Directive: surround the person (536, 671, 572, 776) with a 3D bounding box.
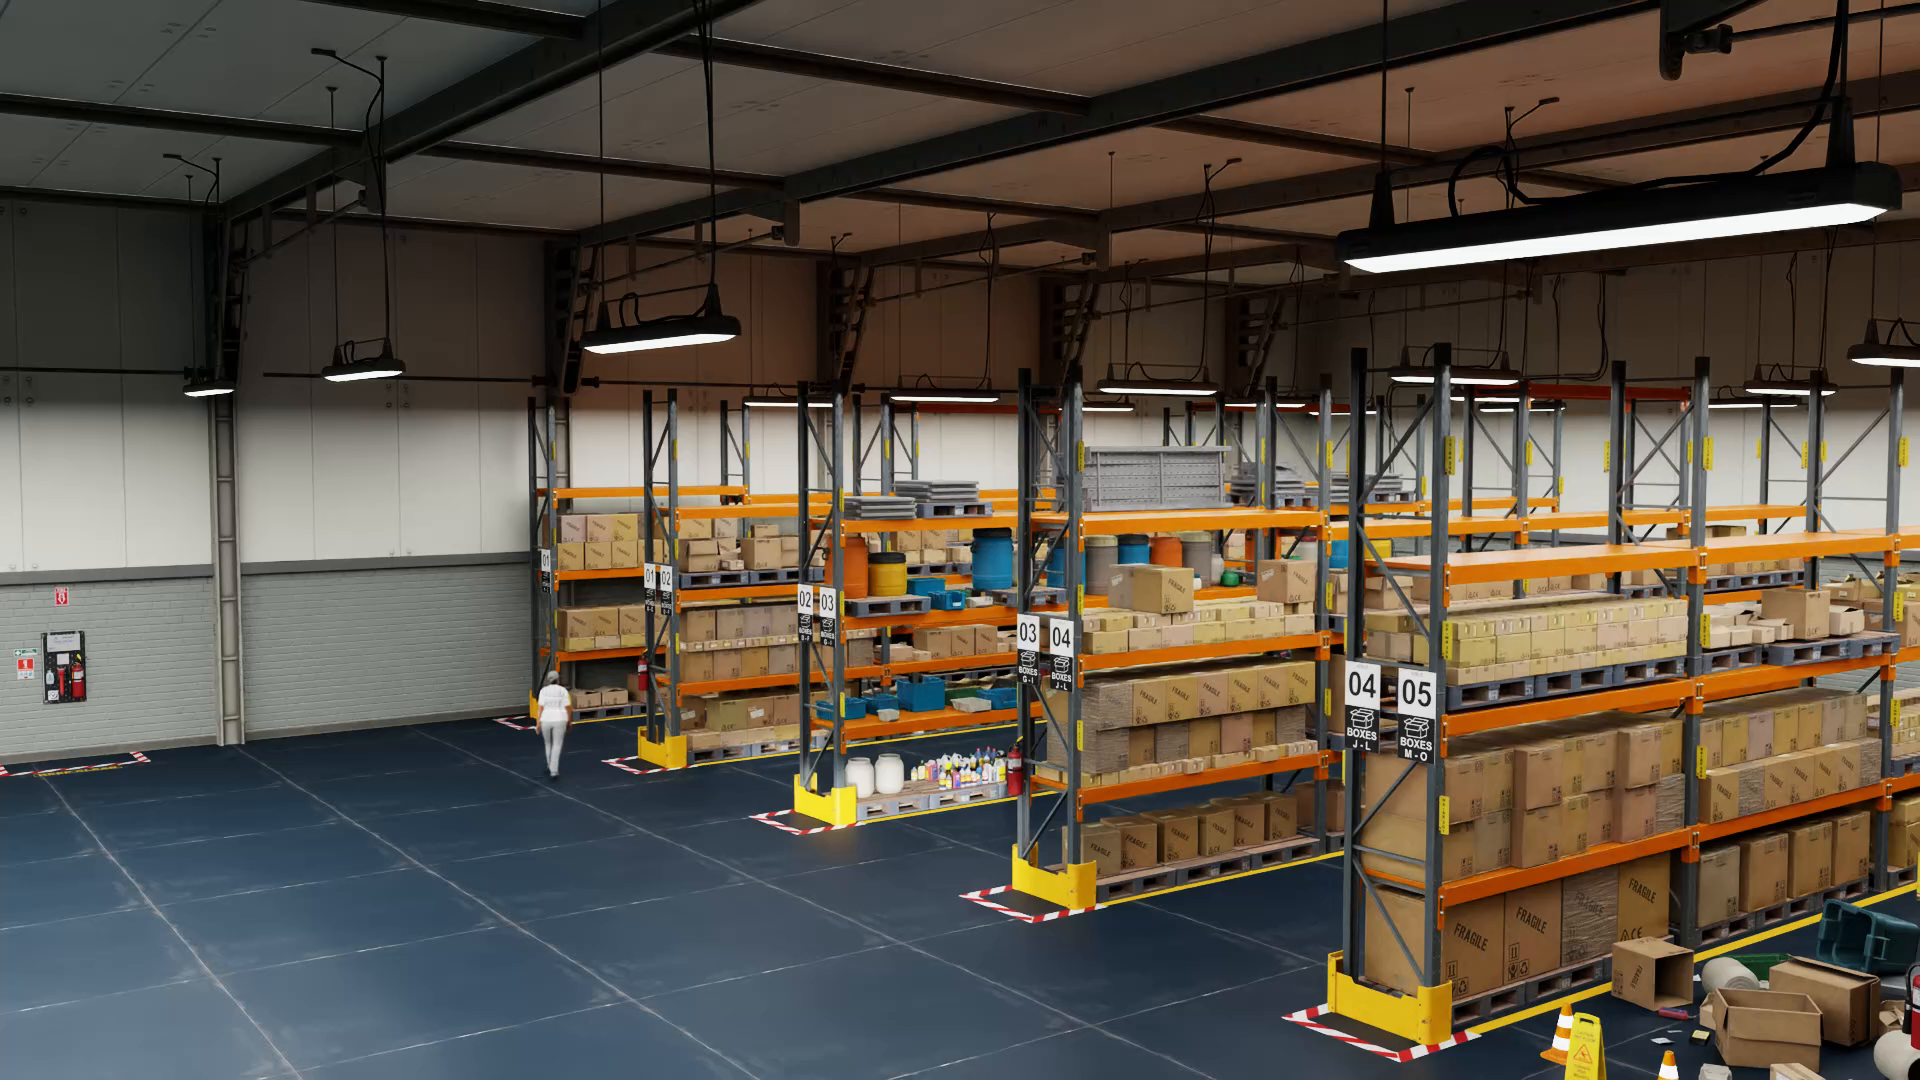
[{"bbox_3d":[-6.283,2.825,25.791,0.526,1.598,1.016,0,3,-5],"label":"person"}]
